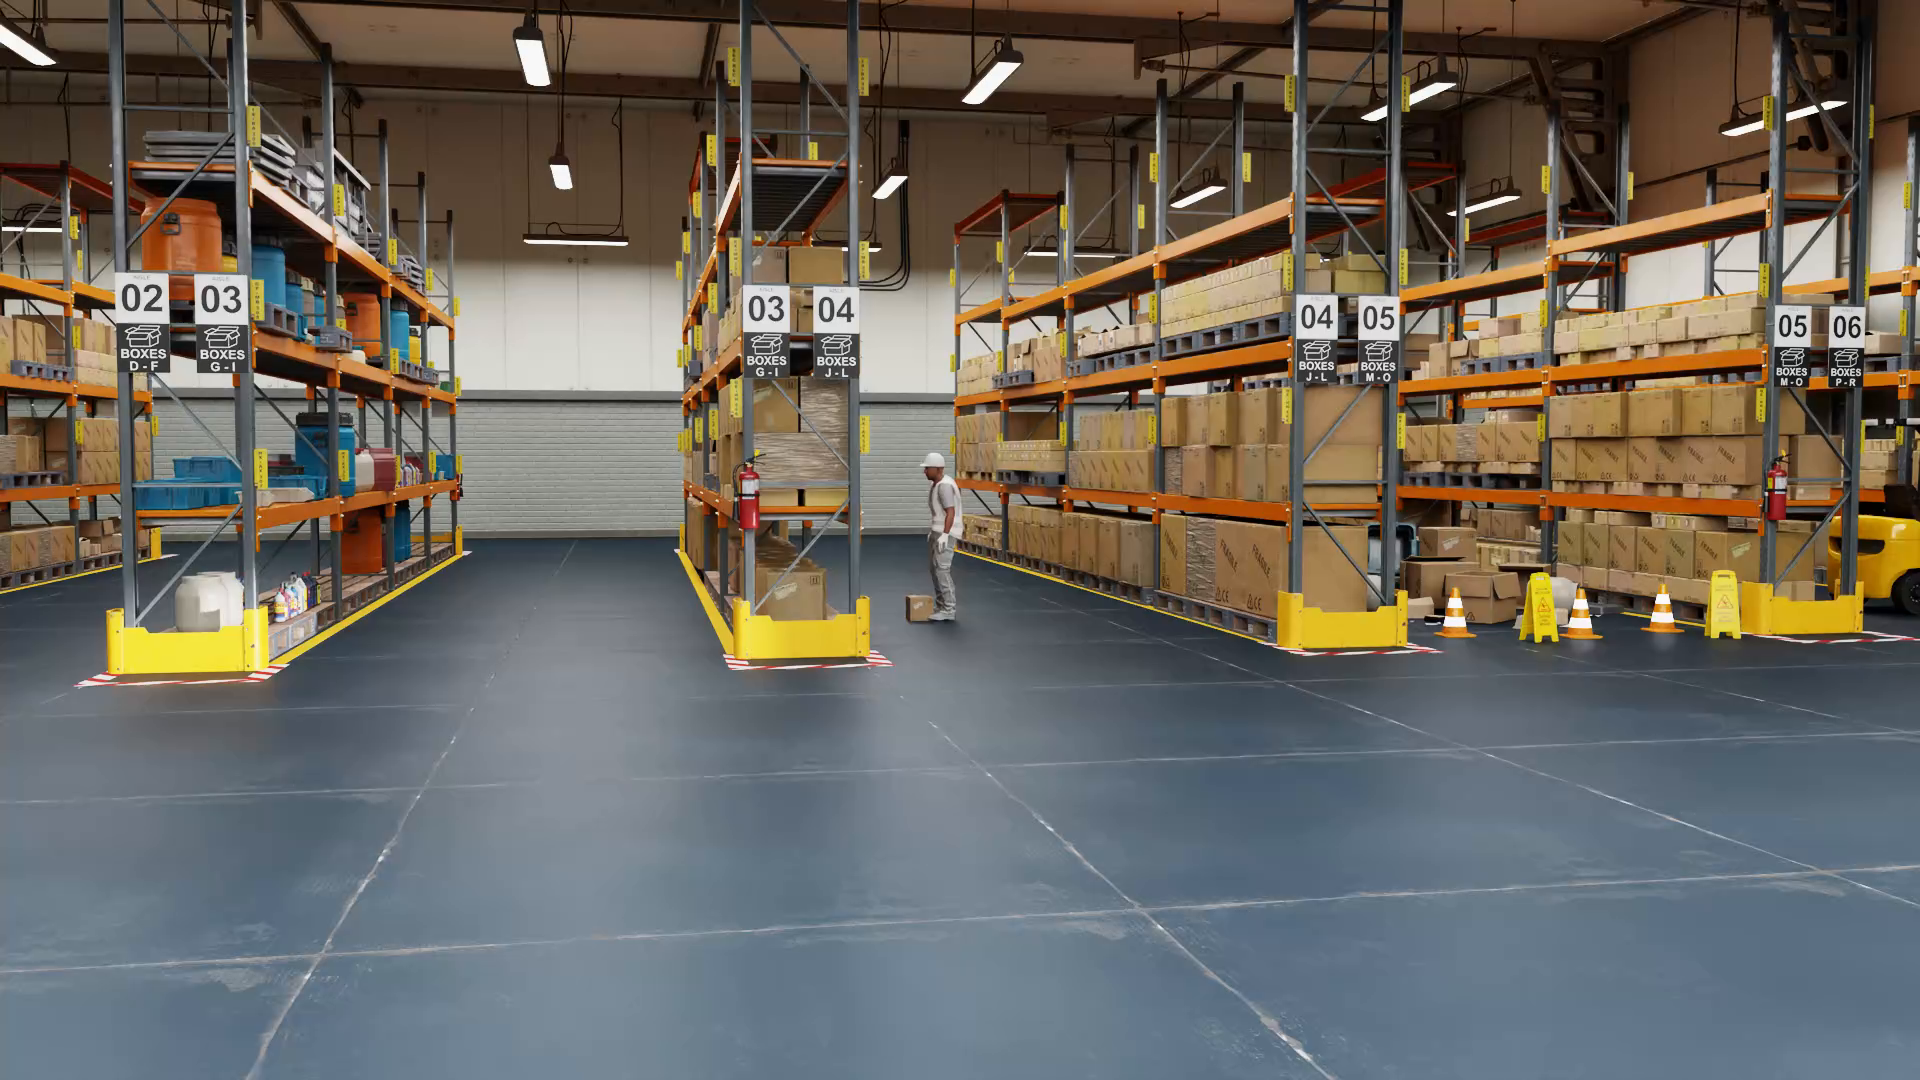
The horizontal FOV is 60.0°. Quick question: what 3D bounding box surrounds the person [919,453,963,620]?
[{"bbox_3d":[-0.212,-0.039,17.690,0.453,1.774,0.622,-1,3,-12],"label":"person"}]
